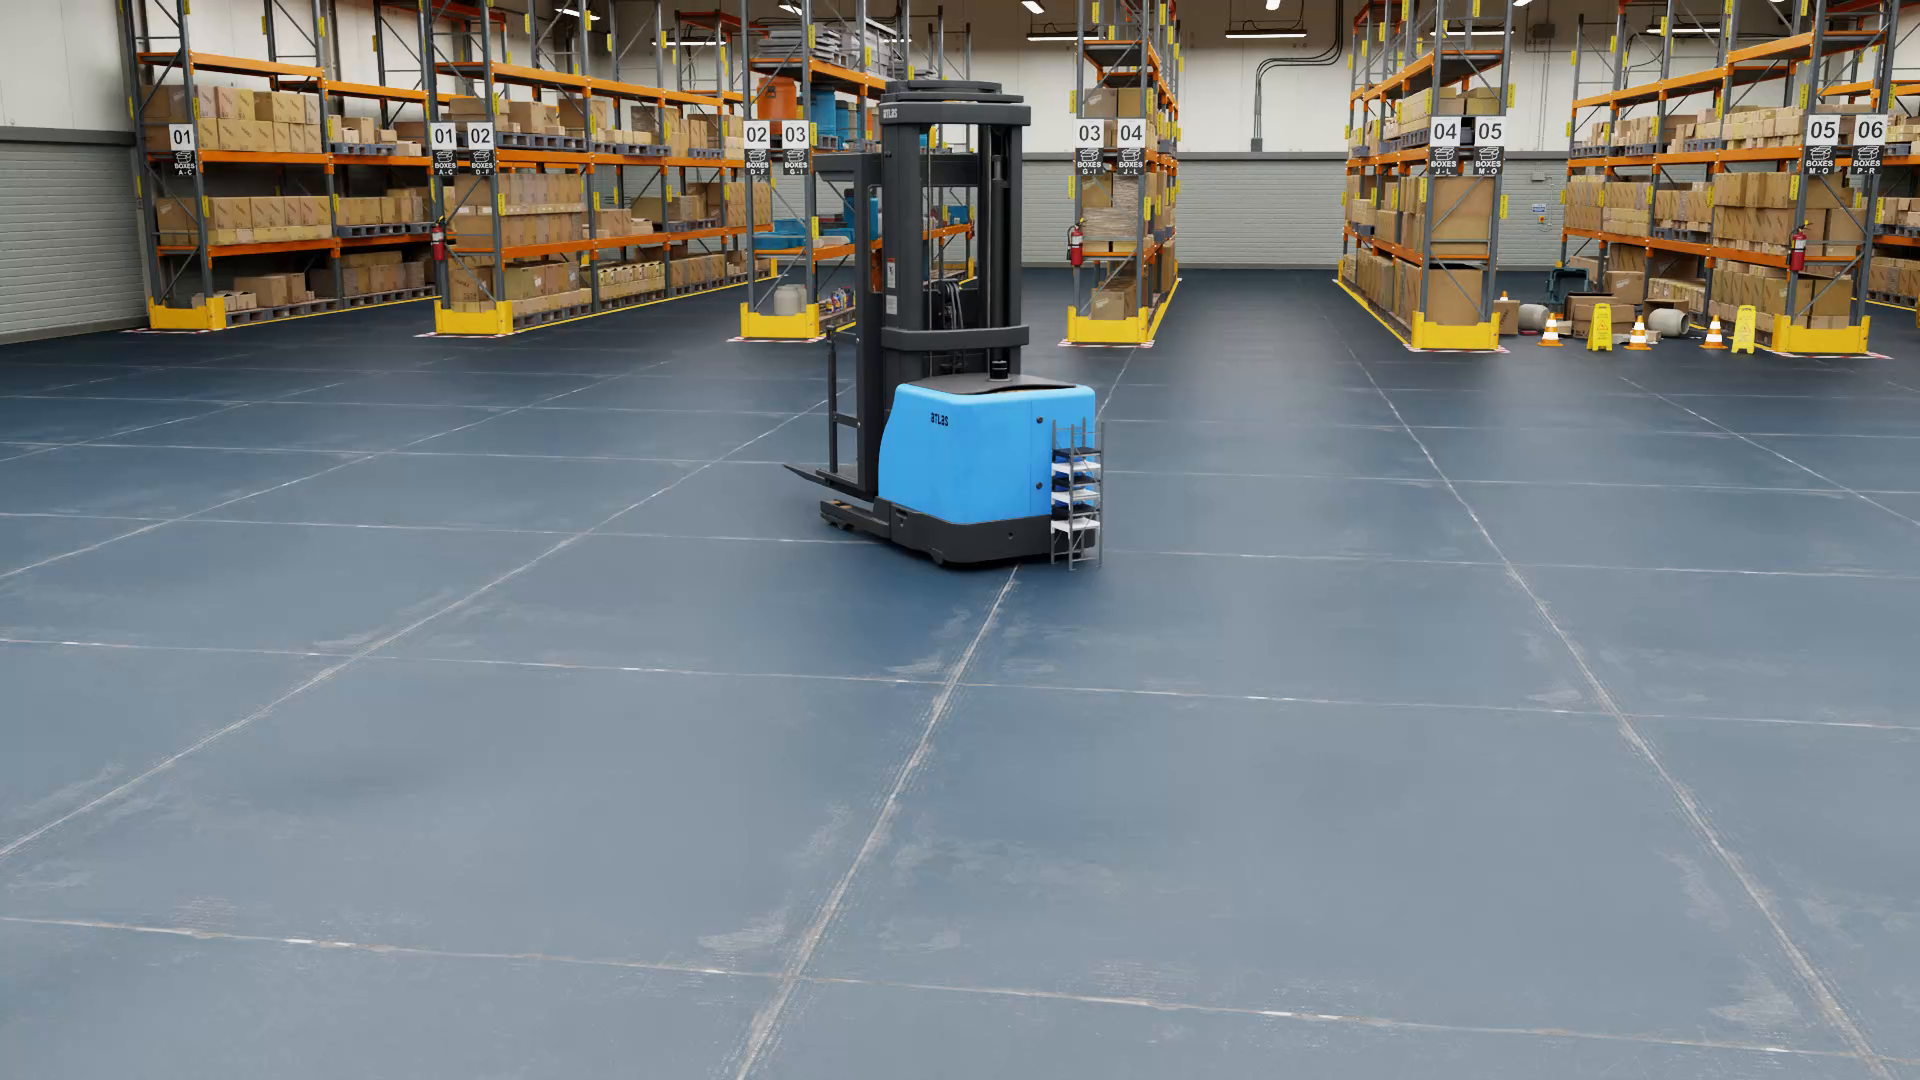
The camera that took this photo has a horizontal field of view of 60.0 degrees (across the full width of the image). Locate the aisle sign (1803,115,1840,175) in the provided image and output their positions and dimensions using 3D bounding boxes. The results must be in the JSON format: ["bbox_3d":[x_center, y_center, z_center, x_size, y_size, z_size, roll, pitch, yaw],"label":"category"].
[{"bbox_3d":[11.673,-5.351,22.532,0.394,0.787,0.004,2,12,9],"label":"aisle sign"}]

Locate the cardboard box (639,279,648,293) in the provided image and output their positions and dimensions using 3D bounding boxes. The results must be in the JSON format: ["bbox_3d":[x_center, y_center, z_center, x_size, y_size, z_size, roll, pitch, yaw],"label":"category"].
[{"bbox_3d":[-6.376,-4.924,32.250,0.500,0.250,0.500,2,12,10],"label":"cardboard box"}]

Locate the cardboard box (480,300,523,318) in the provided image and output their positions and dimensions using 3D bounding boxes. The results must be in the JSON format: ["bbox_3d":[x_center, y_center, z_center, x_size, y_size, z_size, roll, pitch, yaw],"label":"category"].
[{"bbox_3d":[-7.308,-3.692,26.535,0.500,0.250,0.500,2,12,9],"label":"cardboard box"}]

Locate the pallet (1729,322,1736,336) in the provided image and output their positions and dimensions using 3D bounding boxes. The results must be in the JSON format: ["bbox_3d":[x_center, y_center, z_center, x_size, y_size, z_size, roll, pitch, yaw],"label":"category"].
[{"bbox_3d":[12.331,-3.158,25.144,1.003,0.211,1.213,2,12,9],"label":"pallet"}]

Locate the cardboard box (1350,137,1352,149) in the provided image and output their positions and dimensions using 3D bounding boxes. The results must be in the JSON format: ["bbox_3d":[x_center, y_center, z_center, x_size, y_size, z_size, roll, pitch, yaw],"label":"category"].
[{"bbox_3d":[9.120,-8.999,37.682,0.500,0.250,0.500,2,12,8],"label":"cardboard box"}]

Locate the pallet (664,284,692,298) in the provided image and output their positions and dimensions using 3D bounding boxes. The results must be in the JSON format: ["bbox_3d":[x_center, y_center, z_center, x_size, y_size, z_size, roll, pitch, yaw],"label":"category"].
[{"bbox_3d":[-6.228,-5.183,34.542,1.003,0.211,1.213,2,12,9],"label":"pallet"}]

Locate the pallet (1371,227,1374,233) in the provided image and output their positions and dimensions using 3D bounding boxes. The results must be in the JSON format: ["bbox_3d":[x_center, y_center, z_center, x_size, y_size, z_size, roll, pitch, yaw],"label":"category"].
[{"bbox_3d":[8.557,-6.208,33.135,1.003,0.211,1.213,2,12,9],"label":"pallet"}]

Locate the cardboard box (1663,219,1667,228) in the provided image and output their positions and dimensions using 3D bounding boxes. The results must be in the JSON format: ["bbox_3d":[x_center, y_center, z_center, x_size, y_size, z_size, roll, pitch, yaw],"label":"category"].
[{"bbox_3d":[12.802,-5.657,29.721,0.380,0.149,0.250,1,12,5],"label":"cardboard box"}]

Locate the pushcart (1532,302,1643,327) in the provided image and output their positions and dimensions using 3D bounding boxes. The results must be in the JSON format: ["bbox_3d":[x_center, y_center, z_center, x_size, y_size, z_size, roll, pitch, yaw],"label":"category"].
[{"bbox_3d":[10.324,-3.698,27.257,1.648,0.377,0.936,-2,12,-11],"label":"pushcart"}]

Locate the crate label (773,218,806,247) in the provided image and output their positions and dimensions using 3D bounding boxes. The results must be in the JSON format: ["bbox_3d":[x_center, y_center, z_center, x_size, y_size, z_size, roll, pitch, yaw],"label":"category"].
[{"bbox_3d":[-2.701,-4.974,26.872,0.502,0.435,0.616,2,12,9],"label":"crate label"}]

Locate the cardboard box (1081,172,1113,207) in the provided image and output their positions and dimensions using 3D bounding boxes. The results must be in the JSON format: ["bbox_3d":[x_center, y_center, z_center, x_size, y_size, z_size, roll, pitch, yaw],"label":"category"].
[{"bbox_3d":[2.018,-5.210,24.734,0.500,0.500,0.500,2,12,9],"label":"cardboard box"}]

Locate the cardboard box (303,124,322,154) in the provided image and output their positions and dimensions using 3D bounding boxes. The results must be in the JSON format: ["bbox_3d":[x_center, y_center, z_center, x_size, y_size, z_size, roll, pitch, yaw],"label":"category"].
[{"bbox_3d":[-11.725,-7.130,29.554,0.500,0.500,0.500,2,12,10],"label":"cardboard box"}]

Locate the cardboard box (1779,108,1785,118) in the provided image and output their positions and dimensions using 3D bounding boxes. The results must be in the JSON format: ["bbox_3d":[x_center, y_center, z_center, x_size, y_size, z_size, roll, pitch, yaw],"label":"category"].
[{"bbox_3d":[11.963,-6.105,23.785,0.380,0.149,0.250,2,12,9],"label":"cardboard box"}]

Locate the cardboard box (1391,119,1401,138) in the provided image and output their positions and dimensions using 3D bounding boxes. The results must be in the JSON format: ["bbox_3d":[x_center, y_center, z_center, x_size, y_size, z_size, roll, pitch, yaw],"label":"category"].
[{"bbox_3d":[7.730,-7.105,28.697,0.500,0.311,0.500,1,12,7],"label":"cardboard box"}]

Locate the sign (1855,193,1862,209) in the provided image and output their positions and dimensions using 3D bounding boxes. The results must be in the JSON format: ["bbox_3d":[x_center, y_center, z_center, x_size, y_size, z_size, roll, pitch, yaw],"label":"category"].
[{"bbox_3d":[18.183,-6.861,33.654,0.100,0.325,0.005,2,12,9],"label":"sign"}]

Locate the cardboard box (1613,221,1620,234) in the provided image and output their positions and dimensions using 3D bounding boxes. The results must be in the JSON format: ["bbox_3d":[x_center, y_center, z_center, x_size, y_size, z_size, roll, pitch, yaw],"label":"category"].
[{"bbox_3d":[13.314,-6.211,33.051,0.500,0.250,0.500,2,12,8],"label":"cardboard box"}]

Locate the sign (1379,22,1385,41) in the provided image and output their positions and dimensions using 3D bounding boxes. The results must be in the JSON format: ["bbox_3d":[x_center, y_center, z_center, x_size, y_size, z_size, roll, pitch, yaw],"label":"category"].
[{"bbox_3d":[7.755,-9.332,30.530,0.100,0.325,0.005,2,12,9],"label":"sign"}]

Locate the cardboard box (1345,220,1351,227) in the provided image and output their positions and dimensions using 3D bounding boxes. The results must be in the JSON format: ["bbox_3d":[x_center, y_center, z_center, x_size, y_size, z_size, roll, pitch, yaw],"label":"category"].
[{"bbox_3d":[9.057,-7.266,38.183,0.380,0.149,0.250,2,12,7],"label":"cardboard box"}]

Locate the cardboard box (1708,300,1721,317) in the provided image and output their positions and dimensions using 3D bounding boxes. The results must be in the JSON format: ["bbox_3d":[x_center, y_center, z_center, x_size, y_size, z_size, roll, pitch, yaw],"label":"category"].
[{"bbox_3d":[12.227,-3.663,26.402,0.500,0.250,0.500,1,12,6],"label":"cardboard box"}]

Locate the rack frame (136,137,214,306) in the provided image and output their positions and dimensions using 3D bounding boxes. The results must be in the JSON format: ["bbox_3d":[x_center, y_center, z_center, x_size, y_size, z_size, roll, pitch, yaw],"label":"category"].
[{"bbox_3d":[-12.506,-4.886,26.546,1.000,3.000,0.127,2,12,9],"label":"rack frame"}]

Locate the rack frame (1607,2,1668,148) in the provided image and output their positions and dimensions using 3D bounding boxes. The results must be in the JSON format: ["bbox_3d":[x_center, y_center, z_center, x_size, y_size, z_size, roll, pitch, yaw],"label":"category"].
[{"bbox_3d":[13.815,-9.514,33.781,1.000,3.000,0.127,2,12,9],"label":"rack frame"}]

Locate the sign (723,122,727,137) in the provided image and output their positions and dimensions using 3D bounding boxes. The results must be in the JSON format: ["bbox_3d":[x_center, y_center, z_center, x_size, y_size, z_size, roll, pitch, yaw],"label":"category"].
[{"bbox_3d":[-5.216,-9.119,36.904,0.100,0.325,0.005,2,12,9],"label":"sign"}]

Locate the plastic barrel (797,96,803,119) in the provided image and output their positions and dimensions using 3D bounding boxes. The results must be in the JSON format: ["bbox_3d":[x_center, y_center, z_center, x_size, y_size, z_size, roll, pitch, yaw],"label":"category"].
[{"bbox_3d":[-2.667,-6.570,25.797,0.600,0.588,0.600,0,12,0],"label":"plastic barrel"}]

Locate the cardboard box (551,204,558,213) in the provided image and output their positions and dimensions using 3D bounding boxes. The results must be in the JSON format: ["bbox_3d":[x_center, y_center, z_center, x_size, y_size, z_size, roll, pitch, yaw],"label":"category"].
[{"bbox_3d":[-7.022,-5.597,28.069,0.380,0.149,0.250,2,12,10],"label":"cardboard box"}]

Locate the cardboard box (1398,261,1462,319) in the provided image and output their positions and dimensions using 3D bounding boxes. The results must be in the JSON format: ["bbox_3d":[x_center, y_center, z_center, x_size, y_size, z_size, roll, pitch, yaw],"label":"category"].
[{"bbox_3d":[7.377,-3.906,26.044,0.875,0.875,0.875,2,12,9],"label":"cardboard box"}]

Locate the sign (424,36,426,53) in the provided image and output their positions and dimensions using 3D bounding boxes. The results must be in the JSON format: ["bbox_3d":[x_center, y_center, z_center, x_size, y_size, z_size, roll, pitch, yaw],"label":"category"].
[{"bbox_3d":[-10.738,-9.964,33.463,0.100,0.325,0.005,2,12,9],"label":"sign"}]

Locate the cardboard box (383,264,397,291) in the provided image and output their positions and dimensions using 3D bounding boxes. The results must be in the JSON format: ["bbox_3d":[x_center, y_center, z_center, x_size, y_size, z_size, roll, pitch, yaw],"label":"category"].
[{"bbox_3d":[-11.577,-5.185,32.823,0.700,0.500,0.500,2,12,8],"label":"cardboard box"}]

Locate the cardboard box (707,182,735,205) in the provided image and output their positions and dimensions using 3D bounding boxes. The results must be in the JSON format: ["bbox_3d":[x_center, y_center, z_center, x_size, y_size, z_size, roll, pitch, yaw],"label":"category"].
[{"bbox_3d":[-5.415,-7.851,37.693,0.500,0.500,0.500,2,12,10],"label":"cardboard box"}]

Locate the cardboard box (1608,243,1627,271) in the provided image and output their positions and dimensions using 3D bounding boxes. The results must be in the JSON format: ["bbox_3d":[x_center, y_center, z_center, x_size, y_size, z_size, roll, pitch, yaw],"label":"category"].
[{"bbox_3d":[13.799,-5.617,33.982,0.875,0.875,0.875,2,12,10],"label":"cardboard box"}]

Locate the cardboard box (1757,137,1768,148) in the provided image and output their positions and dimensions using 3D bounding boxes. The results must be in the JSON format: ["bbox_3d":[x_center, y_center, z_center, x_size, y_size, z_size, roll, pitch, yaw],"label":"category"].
[{"bbox_3d":[11.940,-5.832,24.410,0.380,0.149,0.250,2,12,8],"label":"cardboard box"}]

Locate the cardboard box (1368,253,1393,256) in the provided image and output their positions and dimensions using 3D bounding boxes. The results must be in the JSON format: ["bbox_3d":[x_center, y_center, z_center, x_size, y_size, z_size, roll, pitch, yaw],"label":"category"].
[{"bbox_3d":[8.139,-5.389,32.037,0.500,0.250,0.500,2,12,7],"label":"cardboard box"}]

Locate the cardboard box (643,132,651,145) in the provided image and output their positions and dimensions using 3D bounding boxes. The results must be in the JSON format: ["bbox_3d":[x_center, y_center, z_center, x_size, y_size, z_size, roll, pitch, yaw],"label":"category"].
[{"bbox_3d":[-6.394,-7.894,32.742,0.500,0.250,0.500,1,12,4],"label":"cardboard box"}]

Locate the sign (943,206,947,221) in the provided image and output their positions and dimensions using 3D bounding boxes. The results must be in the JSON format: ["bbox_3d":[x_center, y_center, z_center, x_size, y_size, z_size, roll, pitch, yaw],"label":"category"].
[{"bbox_3d":[-0.328,-7.180,36.534,0.100,0.325,0.005,2,12,9],"label":"sign"}]

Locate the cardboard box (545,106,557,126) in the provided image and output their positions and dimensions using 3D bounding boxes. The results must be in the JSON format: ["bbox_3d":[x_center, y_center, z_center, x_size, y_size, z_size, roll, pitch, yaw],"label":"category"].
[{"bbox_3d":[-7.334,-7.252,28.837,0.500,0.500,0.500,3,13,13],"label":"cardboard box"}]

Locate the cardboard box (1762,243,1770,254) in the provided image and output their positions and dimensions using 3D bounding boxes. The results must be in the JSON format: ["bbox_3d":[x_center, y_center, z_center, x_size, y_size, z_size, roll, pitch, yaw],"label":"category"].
[{"bbox_3d":[11.815,-4.209,24.001,0.380,0.149,0.250,2,12,10],"label":"cardboard box"}]

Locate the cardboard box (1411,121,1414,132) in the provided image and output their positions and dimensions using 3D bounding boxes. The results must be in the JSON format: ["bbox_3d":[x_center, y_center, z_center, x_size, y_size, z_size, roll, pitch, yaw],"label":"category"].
[{"bbox_3d":[7.052,-6.272,25.219,0.380,0.149,0.250,2,12,9],"label":"cardboard box"}]

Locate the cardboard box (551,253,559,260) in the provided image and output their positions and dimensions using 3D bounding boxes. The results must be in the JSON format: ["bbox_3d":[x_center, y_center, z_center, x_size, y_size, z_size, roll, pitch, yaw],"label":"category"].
[{"bbox_3d":[-10.208,-6.842,40.560,0.700,0.500,0.500,1,12,7],"label":"cardboard box"}]

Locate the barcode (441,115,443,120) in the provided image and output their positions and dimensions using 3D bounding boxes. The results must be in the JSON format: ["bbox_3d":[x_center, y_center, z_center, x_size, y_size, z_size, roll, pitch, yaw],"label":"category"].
[{"bbox_3d":[-8.041,-6.555,25.792,0.001,0.075,0.075,2,12,9],"label":"barcode"}]

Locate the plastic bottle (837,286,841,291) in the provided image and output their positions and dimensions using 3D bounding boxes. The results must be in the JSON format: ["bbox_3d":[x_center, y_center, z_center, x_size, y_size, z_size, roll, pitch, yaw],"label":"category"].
[{"bbox_3d":[-2.058,-4.179,28.510,0.144,0.351,0.185,2,12,9],"label":"plastic bottle"}]

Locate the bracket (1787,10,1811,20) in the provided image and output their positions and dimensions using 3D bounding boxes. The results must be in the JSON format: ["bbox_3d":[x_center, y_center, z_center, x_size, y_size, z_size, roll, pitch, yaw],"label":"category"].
[{"bbox_3d":[20.783,-13.158,42.145,0.076,0.066,5.218,2,12,9],"label":"bracket"}]

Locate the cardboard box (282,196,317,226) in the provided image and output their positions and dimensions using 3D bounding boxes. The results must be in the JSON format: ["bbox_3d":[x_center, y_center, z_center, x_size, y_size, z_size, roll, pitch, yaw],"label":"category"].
[{"bbox_3d":[-11.729,-5.809,29.359,0.500,0.500,0.500,2,12,8],"label":"cardboard box"}]

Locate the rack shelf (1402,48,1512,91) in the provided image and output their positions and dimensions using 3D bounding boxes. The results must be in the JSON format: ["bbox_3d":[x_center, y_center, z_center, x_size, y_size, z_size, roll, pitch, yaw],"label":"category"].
[{"bbox_3d":[7.370,-7.025,24.887,1.077,0.370,4.000,2,12,9],"label":"rack shelf"}]

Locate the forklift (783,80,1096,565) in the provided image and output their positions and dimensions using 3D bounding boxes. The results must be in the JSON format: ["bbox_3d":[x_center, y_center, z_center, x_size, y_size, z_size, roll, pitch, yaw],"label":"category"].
[{"bbox_3d":[-0.307,-1.548,11.217,1.130,2.935,3.031,-7,14,-29],"label":"forklift"}]

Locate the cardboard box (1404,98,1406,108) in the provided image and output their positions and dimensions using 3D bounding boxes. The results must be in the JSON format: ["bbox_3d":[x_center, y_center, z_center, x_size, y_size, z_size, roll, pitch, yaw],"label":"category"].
[{"bbox_3d":[7.248,-6.925,26.357,0.380,0.149,0.250,2,12,8],"label":"cardboard box"}]

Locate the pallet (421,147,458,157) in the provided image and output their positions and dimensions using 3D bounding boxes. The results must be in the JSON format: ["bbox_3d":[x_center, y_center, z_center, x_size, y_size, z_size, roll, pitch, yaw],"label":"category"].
[{"bbox_3d":[-11.229,-8.061,34.608,1.213,0.211,1.003,2,12,11],"label":"pallet"}]

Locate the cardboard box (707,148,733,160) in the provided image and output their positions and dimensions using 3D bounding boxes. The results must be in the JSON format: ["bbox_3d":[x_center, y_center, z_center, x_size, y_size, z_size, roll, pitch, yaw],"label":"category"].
[{"bbox_3d":[-5.446,-8.711,37.529,0.500,0.250,0.500,2,12,9],"label":"cardboard box"}]

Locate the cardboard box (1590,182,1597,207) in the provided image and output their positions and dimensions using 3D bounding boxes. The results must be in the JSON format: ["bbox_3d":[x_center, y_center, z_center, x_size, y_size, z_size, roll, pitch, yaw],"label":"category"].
[{"bbox_3d":[13.701,-7.332,35.284,0.500,0.500,0.500,2,12,8],"label":"cardboard box"}]

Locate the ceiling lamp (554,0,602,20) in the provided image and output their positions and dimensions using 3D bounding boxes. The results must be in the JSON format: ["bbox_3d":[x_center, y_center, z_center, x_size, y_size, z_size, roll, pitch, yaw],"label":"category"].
[{"bbox_3d":[-8.016,-12.906,35.663,0.800,3.185,2.000,2,12,9],"label":"ceiling lamp"}]

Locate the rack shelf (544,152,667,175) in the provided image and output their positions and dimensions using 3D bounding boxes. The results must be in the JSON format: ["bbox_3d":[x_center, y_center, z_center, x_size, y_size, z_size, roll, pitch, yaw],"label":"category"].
[{"bbox_3d":[-6.688,-7.090,31.361,1.077,0.370,4.000,2,12,9],"label":"rack shelf"}]

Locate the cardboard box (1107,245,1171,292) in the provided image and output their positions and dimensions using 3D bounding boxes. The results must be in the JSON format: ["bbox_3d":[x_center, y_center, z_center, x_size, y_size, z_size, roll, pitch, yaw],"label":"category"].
[{"bbox_3d":[3.534,-5.380,32.883,1.225,0.875,0.875,1,12,6],"label":"cardboard box"}]

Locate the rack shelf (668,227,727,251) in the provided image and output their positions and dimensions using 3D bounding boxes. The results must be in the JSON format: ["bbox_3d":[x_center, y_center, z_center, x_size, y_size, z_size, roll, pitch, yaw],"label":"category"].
[{"bbox_3d":[-6.073,-6.457,35.540,1.077,0.370,4.000,2,12,9],"label":"rack shelf"}]

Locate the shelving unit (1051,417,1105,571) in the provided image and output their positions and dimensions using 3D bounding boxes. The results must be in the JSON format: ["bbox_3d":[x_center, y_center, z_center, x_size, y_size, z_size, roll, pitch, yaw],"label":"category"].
[{"bbox_3d":[0.718,-0.283,10.171,0.258,0.900,0.210,-7,14,-29],"label":"shelving unit"}]

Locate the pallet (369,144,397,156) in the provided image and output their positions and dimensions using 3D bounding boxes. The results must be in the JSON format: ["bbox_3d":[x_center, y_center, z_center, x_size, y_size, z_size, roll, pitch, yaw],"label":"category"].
[{"bbox_3d":[-11.534,-7.435,31.696,1.213,0.211,1.003,2,12,9],"label":"pallet"}]

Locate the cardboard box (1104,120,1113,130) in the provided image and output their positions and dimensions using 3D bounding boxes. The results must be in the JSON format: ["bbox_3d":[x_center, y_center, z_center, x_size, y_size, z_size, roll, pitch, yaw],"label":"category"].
[{"bbox_3d":[2.068,-6.111,24.519,0.380,0.149,0.250,1,12,7],"label":"cardboard box"}]

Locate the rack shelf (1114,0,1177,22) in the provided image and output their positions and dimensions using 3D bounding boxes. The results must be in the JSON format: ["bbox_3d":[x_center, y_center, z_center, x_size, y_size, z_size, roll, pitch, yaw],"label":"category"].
[{"bbox_3d":[3.715,-10.692,33.065,1.077,0.370,4.000,2,12,9],"label":"rack shelf"}]
